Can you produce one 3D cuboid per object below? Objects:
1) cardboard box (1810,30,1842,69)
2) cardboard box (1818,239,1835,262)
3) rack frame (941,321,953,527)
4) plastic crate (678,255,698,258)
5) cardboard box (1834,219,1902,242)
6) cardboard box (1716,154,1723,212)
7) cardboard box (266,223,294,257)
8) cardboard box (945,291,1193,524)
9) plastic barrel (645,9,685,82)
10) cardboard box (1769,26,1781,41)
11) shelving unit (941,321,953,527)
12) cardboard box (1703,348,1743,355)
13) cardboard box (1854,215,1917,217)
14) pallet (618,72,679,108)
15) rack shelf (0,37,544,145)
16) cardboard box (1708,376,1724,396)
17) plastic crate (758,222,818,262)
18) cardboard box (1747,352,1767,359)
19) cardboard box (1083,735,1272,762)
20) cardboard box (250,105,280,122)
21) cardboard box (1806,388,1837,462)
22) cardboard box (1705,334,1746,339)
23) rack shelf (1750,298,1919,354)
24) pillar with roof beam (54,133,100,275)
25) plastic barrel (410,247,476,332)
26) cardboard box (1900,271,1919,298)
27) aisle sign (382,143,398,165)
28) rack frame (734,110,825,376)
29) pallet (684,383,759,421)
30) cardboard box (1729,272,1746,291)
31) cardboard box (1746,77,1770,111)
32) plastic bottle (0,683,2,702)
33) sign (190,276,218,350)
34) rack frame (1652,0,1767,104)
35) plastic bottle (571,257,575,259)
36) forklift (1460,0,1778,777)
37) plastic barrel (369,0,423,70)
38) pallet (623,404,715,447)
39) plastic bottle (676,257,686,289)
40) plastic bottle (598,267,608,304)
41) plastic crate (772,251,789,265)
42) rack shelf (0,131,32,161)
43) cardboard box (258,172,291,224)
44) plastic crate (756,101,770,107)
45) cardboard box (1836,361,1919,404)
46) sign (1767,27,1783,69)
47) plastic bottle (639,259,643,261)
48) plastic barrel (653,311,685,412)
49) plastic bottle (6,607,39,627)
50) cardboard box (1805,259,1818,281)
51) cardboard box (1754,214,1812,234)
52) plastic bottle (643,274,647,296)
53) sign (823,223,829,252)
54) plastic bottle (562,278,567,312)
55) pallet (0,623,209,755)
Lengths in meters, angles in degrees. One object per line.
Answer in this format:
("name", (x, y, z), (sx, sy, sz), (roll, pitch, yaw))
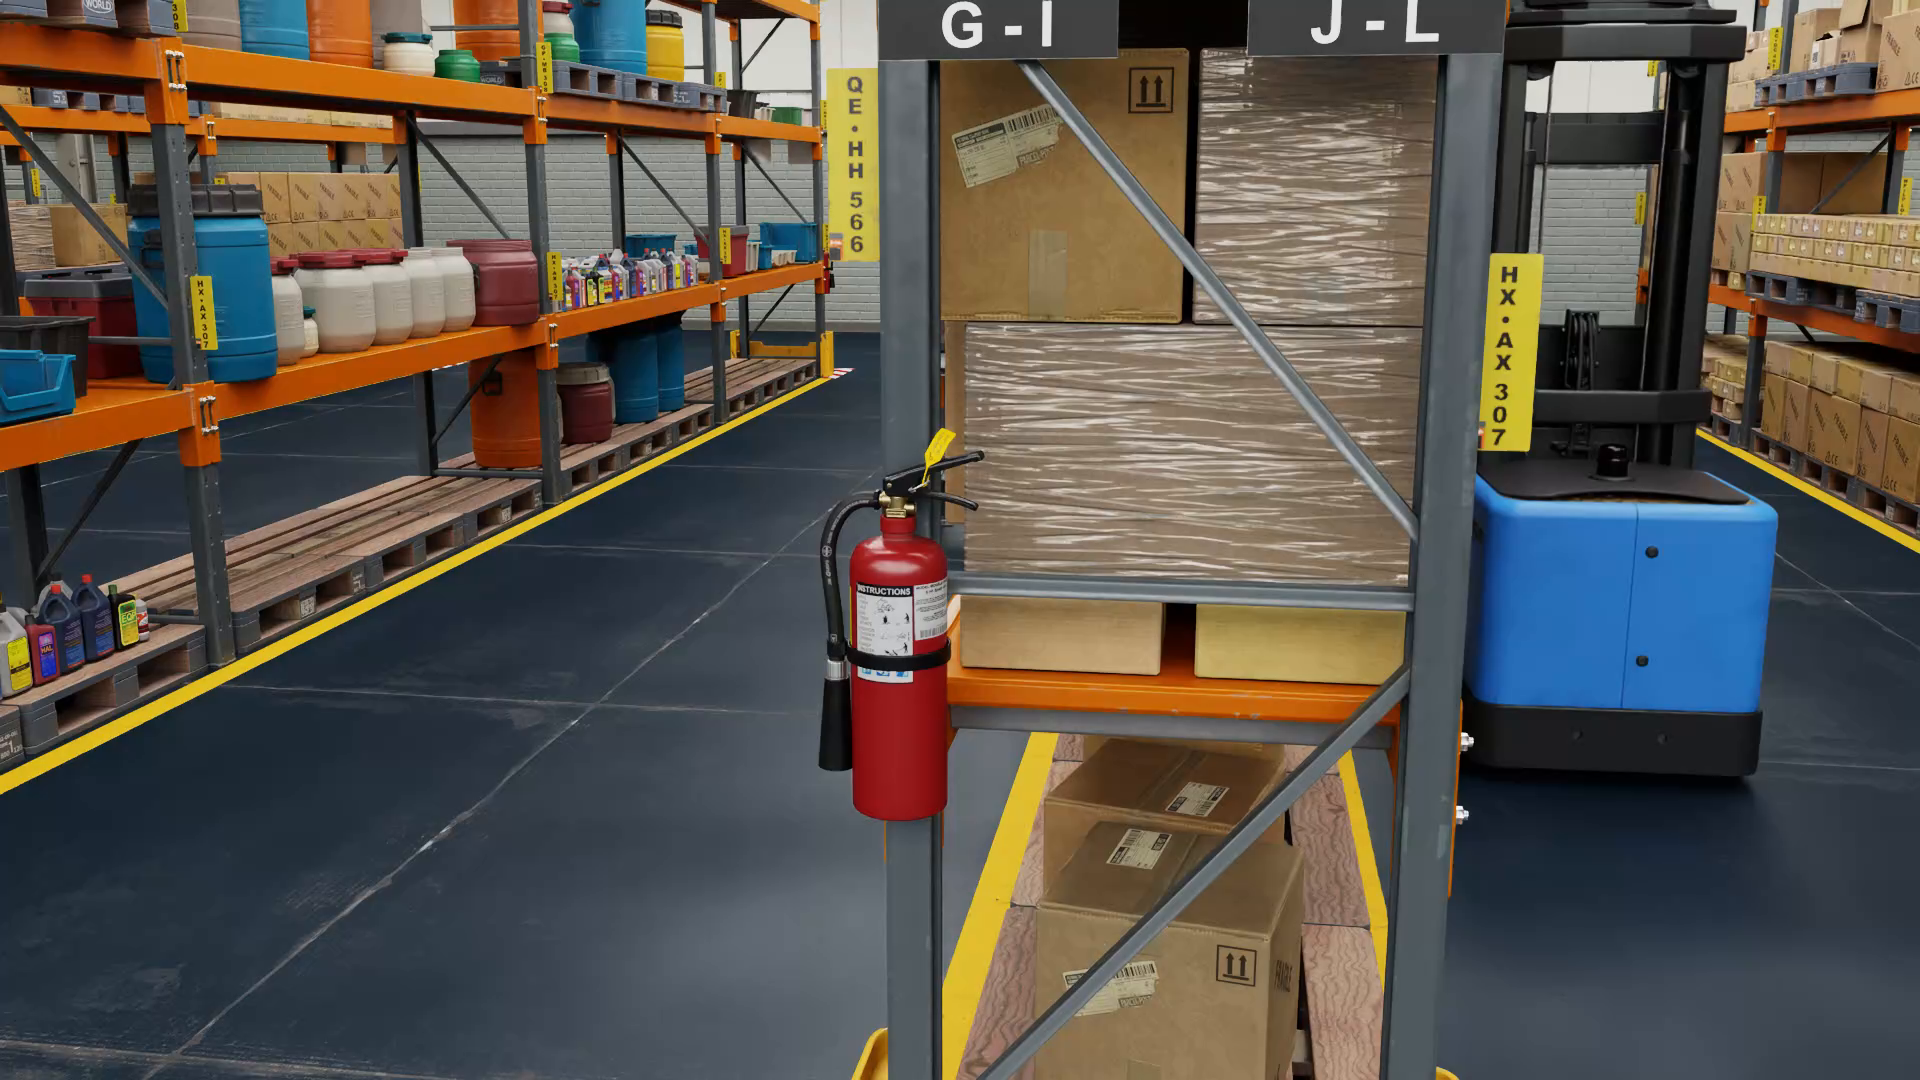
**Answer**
("cardboard box", (6.755, -3.671, 12.504), (0.500, 0.311, 0.500), (2, 12, 8))
("cardboard box", (6.344, -2.055, 11.802), (0.380, 0.149, 0.250), (2, 12, 8))
("rack frame", (0.063, -1.112, 10.668), (0.400, 2.100, 0.015), (2, 12, 9))
("plastic crate", (-2.711, -2.835, 17.010), (0.293, 0.136, 0.466), (2, 12, 9))
("cardboard box", (6.306, -2.146, 11.520), (0.380, 0.149, 0.250), (2, 12, 11))
("cardboard box", (7.069, -3.223, 15.013), (0.500, 0.500, 0.500), (2, 12, 10))
("cardboard box", (-7.153, -2.976, 16.946), (0.500, 0.500, 0.500), (2, 12, 10))
("cardboard box", (0.436, -0.319, 3.912), (0.875, 0.500, 0.500), (2, 12, 9))
("plastic barrel", (-2.622, -4.129, 13.969), (0.600, 0.588, 0.600), (0, 12, 0))
("cardboard box", (6.875, -4.126, 13.622), (0.380, 0.149, 0.250), (1, 12, 6))
("shelving unit", (0.025, -1.061, 10.432), (0.431, 2.100, 0.503), (2, 12, 9))
("cardboard box", (7.169, -1.727, 15.744), (0.380, 0.149, 0.250), (2, 12, 9))
("cardboard box", (7.188, -2.447, 12.916), (0.380, 0.149, 0.250), (2, 12, 7))
("pallet", (-2.878, -3.533, 13.097), (1.003, 0.211, 1.213), (2, 12, 9))
("rack shelf", (-3.605, -2.428, 9.226), (1.077, 0.370, 4.000), (2, 12, 9))
("cardboard box", (6.885, -1.366, 14.775), (0.380, 0.149, 0.250), (1, 12, 7))
("plastic crate", (-1.934, -3.366, 18.764), (0.616, 0.435, 0.499), (2, 12, 9))
("cardboard box", (7.544, -1.662, 15.442), (0.380, 0.149, 0.250), (1, 12, 6))
("cardboard box", (0.652, 0.728, 4.930), (0.500, 0.500, 0.500), (3, 13, 14))
("cardboard box", (-7.176, -4.313, 16.624), (0.500, 0.250, 0.500), (2, 12, 9))
("cardboard box", (6.575, -0.838, 12.199), (0.500, 0.500, 0.500), (2, 12, 10))
("cardboard box", (7.881, -2.036, 17.181), (0.380, 0.149, 0.250), (2, 12, 9))
("rack shelf", (6.790, -1.452, 11.817), (1.077, 0.370, 4.000), (2, 12, 9))
("pillar with roof beam", (-8.042, -7.099, 22.073), (9.100, 9.000, 0.400), (2, 12, 9))
("plastic barrel", (-3.244, -1.563, 10.360), (0.421, 0.512, 0.421), (0, 12, 0))
("cardboard box", (6.104, -1.587, 10.338), (0.380, 0.149, 0.250), (2, 12, 10))
("aisle sign", (-6.648, -4.831, 19.619), (0.394, 0.787, 0.004), (2, 12, 9))
("rack frame", (-2.067, -3.395, 19.125), (1.000, 3.000, 0.127), (2, 12, 9))
("pallet", (-2.607, -1.353, 16.271), (1.003, 0.211, 1.213), (2, 12, 9))
("cardboard box", (6.842, -2.221, 14.276), (0.380, 0.149, 0.250), (2, 12, 7))
("cardboard box", (6.906, -3.724, 13.888), (0.500, 0.250, 0.500), (2, 12, 10))
("plastic bottle", (-3.835, 0.504, 6.455), (0.152, 0.276, 0.135), (2, 12, 10))
("sign", (-3.371, -1.012, 7.411), (0.100, 0.325, 0.005), (2, 12, 9))
("rack frame", (7.713, -5.985, 16.905), (1.000, 3.000, 0.127), (2, 12, 9))
("plastic bottle", (-3.297, -2.258, 14.126), (0.061, 0.283, 0.133), (2, 12, 9))
("forklift", (2.613, -0.819, 7.339), (1.130, 2.935, 3.031), (1, 12, 7))
("plastic barrel", (-3.638, -3.277, 10.268), (0.600, 0.901, 0.600), (0, 12, 0))
("pallet", (-2.842, -1.040, 14.816), (1.003, 0.211, 1.213), (2, 12, 9))
("plastic bottle", (-2.480, -2.333, 14.492), (0.152, 0.276, 0.135), (2, 12, 9))
("plastic bottle", (-2.739, -1.941, 12.687), (0.097, 0.271, 0.097), (0, 12, 0))
("plastic crate", (-2.072, -3.060, 18.054), (0.396, 0.136, 0.243), (2, 12, 9))
("rack shelf", (-12.164, -4.414, 18.443), (1.077, 0.370, 4.000), (2, 12, 9))
("cardboard box", (-7.147, -3.457, 16.805), (0.500, 0.500, 0.500), (1, 12, 7))
("plastic crate", (-2.402, -4.726, 18.493), (0.497, 0.269, 0.590), (2, 12, 9))
("cardboard box", (6.489, -1.099, 11.628), (0.500, 0.250, 0.500), (2, 12, 10))
("sign", (6.560, -3.955, 13.377), (0.100, 0.325, 0.005), (2, 12, 9))
("plastic bottle", (-2.683, -2.226, 14.006), (0.097, 0.271, 0.097), (0, 12, 0))
("plastic barrel", (-2.783, -1.629, 14.915), (0.600, 0.901, 0.708), (2, 12, 9))
("plastic bottle", (-3.906, 0.404, 6.922), (0.152, 0.276, 0.135), (2, 12, 9))
("cardboard box", (6.387, -1.963, 12.082), (0.380, 0.149, 0.250), (2, 12, 8))
("cardboard box", (6.582, -2.526, 13.282), (0.380, 0.149, 0.250), (3, 12, 12))
("plastic bottle", (-2.604, -2.090, 13.543), (0.097, 0.201, 0.097), (0, 12, 0))
("sign", (-1.521, -3.460, 19.041), (0.100, 0.325, 0.005), (2, 12, 9))
("plastic bottle", (-2.866, -1.769, 11.889), (0.097, 0.271, 0.097), (0, 12, 0))
("pallet", (-4.057, 0.605, 7.185), (1.003, 0.211, 1.213), (2, 12, 9))
